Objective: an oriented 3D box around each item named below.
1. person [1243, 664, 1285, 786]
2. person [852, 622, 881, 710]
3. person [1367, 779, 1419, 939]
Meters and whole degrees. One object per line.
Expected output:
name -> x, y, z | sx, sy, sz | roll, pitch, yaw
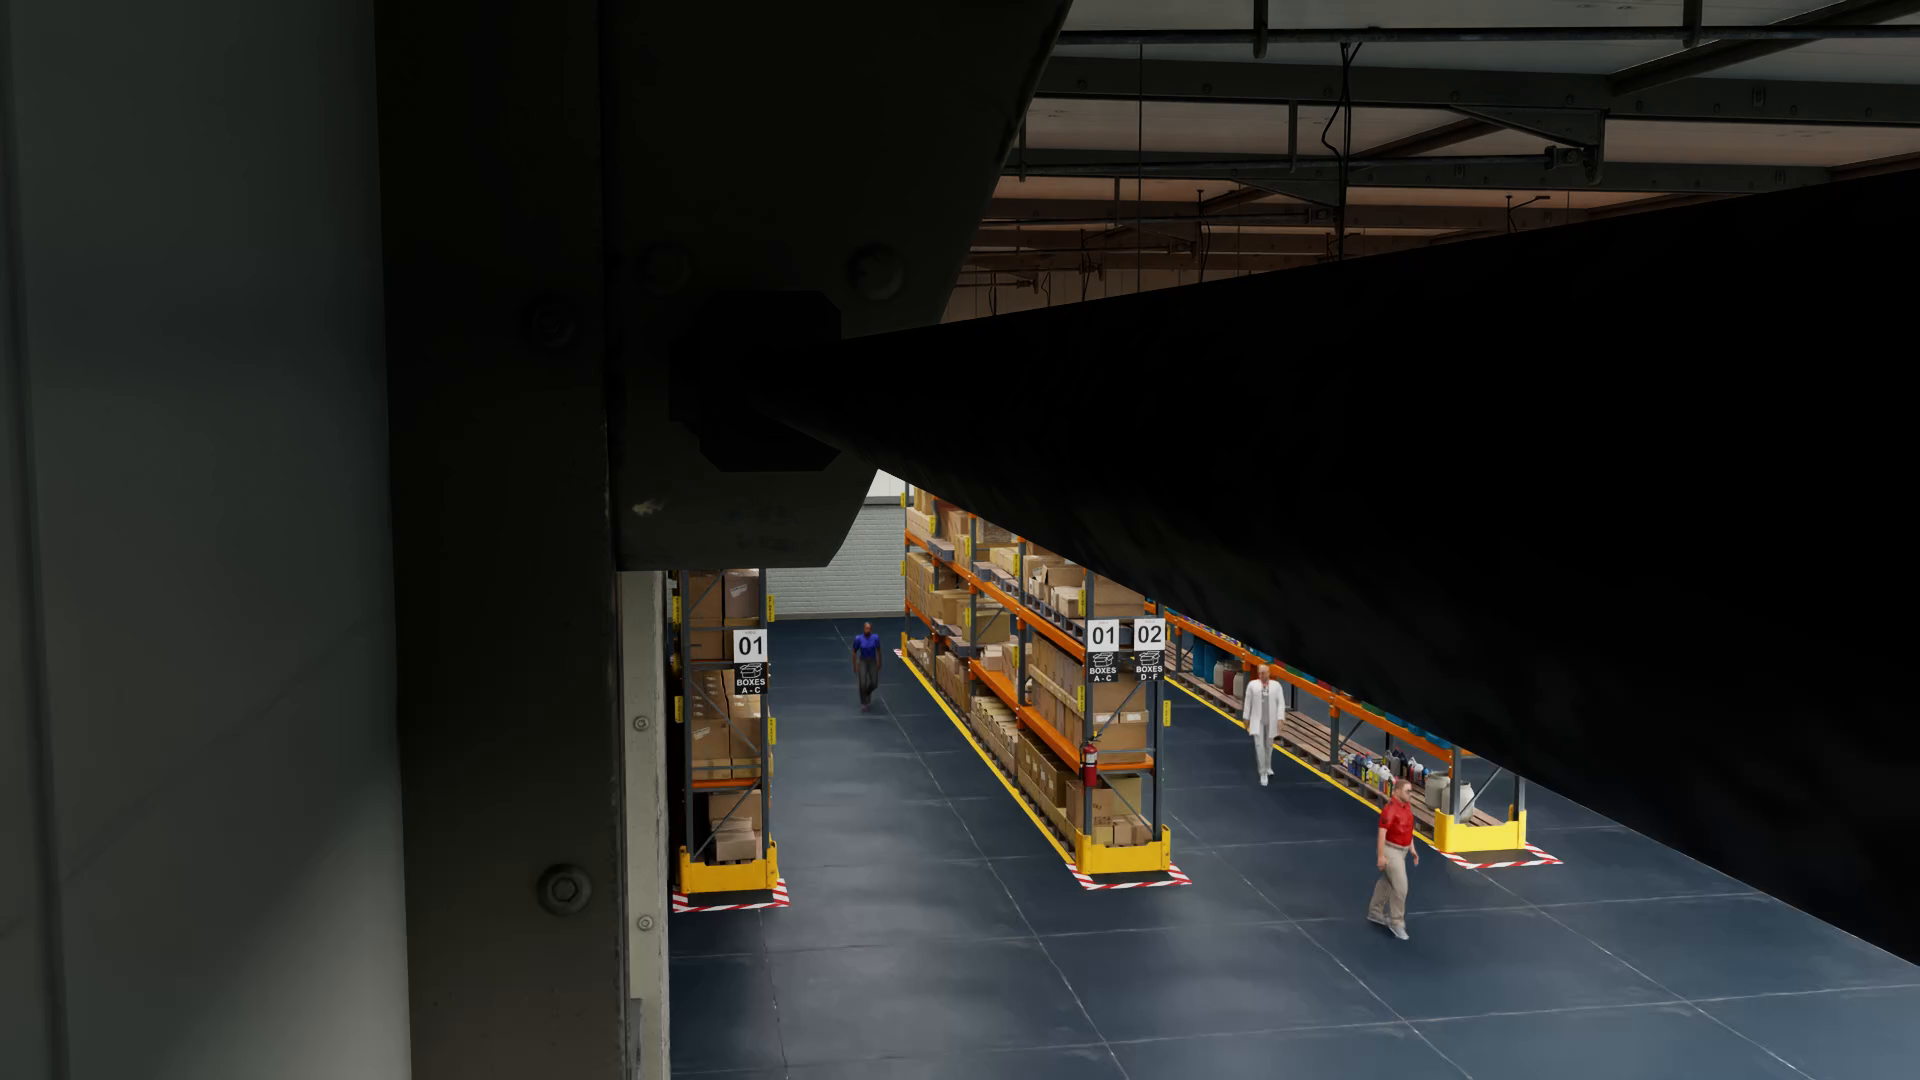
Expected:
person -> 4.678, 2.807, 25.554 | 0.623, 1.788, 0.882 | 0, 6, 5
person -> -1.745, 2.323, 31.017 | 0.540, 1.626, 0.555 | -1, 6, -12
person -> 4.879, 3.577, 18.723 | 0.595, 1.814, 0.560 | 4, 7, 31
